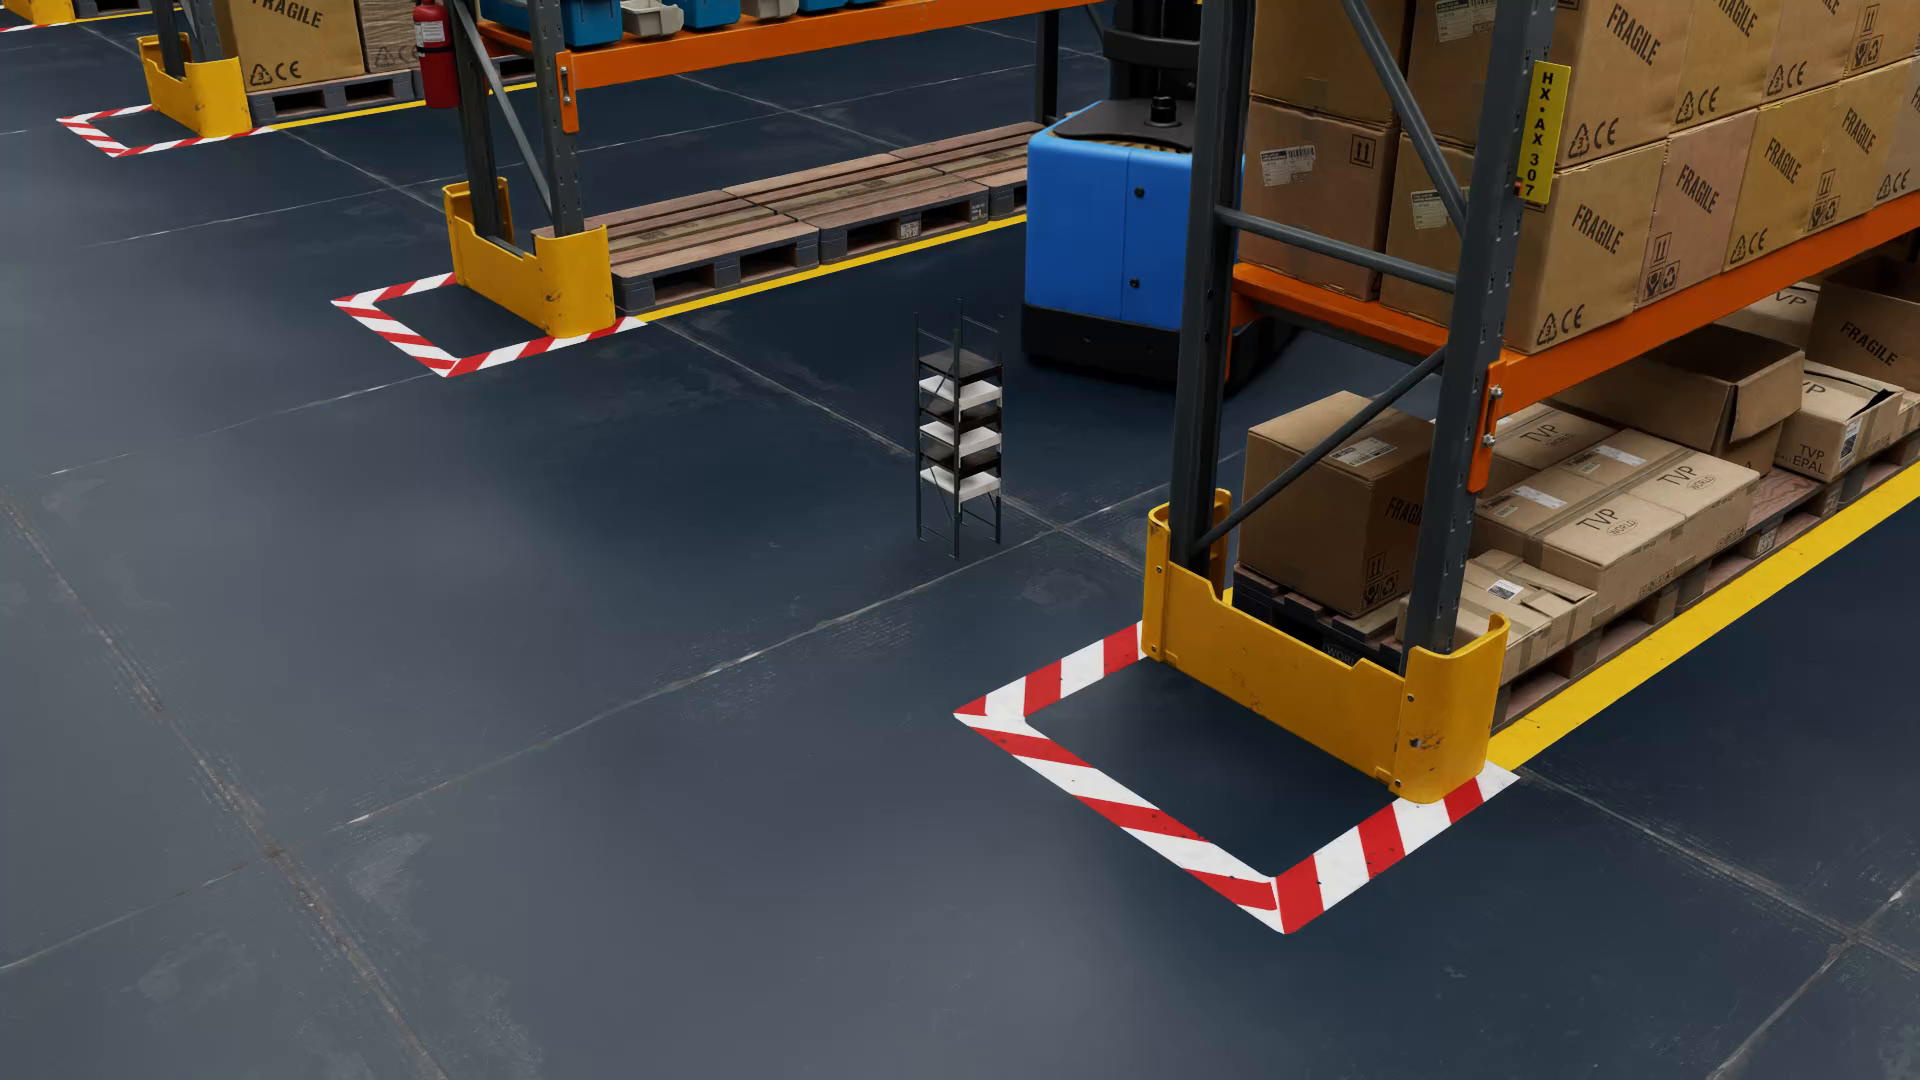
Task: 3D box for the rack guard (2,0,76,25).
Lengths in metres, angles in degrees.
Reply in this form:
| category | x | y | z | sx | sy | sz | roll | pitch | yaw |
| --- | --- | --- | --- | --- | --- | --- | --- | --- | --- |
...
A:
| category | x | y | z | sx | sy | sz | roll | pitch | yaw |
| --- | --- | --- | --- | --- | --- | --- | --- | --- | --- |
| rack guard | -8.480 | -5.067 | 15.200 | 0.348 | 0.500 | 1.175 | -22 | 35 | -35 |

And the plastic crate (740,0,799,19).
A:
| category | x | y | z | sx | sy | sz | roll | pitch | yaw |
| --- | --- | --- | --- | --- | --- | --- | --- | --- | --- |
| plastic crate | -0.966 | -2.704 | 8.344 | 0.298 | 0.136 | 0.250 | -22 | 35 | -35 |

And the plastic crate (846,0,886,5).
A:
| category | x | y | z | sx | sy | sz | roll | pitch | yaw |
| --- | --- | --- | --- | --- | --- | --- | --- | --- | --- |
| plastic crate | -0.550 | -2.965 | 8.730 | 0.300 | 0.233 | 0.416 | -22 | 35 | -35 |

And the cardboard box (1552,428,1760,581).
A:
| category | x | y | z | sx | sy | sz | roll | pitch | yaw |
| --- | --- | --- | --- | --- | --- | --- | --- | --- | --- |
| cardboard box | 2.390 | -0.135 | 5.771 | 0.500 | 0.250 | 0.500 | -22 | 35 | -35 |

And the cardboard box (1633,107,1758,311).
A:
| category | x | y | z | sx | sy | sz | roll | pitch | yaw |
| --- | --- | --- | --- | --- | --- | --- | --- | --- | --- |
| cardboard box | 1.929 | -1.028 | 4.886 | 0.500 | 0.500 | 0.500 | -22 | 35 | -35 |

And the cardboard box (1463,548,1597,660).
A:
| category | x | y | z | sx | sy | sz | roll | pitch | yaw |
| --- | --- | --- | --- | --- | --- | --- | --- | --- | --- |
| cardboard box | 1.763 | 0.191 | 5.250 | 0.250 | 0.166 | 0.380 | -22 | 35 | -35 |

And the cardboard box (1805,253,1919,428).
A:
| category | x | y | z | sx | sy | sz | roll | pitch | yaw |
| --- | --- | --- | --- | --- | --- | --- | --- | --- | --- |
| cardboard box | 3.825 | -0.823 | 6.792 | 0.500 | 0.500 | 0.500 | -22 | 35 | -35 |

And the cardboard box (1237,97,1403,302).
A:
| category | x | y | z | sx | sy | sz | roll | pitch | yaw |
| --- | --- | --- | --- | --- | --- | --- | --- | --- | --- |
| cardboard box | 1.195 | -1.062 | 4.949 | 0.500 | 0.500 | 0.500 | -21 | 34 | -33 |

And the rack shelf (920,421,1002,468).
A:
| category | x | y | z | sx | sy | sz | roll | pitch | yaw |
| --- | --- | --- | --- | --- | --- | --- | --- | --- | --- |
| rack shelf | -0.006 | -0.365 | 6.049 | 0.200 | 0.077 | 0.258 | -22 | 35 | -35 |

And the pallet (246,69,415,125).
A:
| category | x | y | z | sx | sy | sz | roll | pitch | yaw |
| --- | --- | --- | --- | --- | --- | --- | --- | --- | --- |
| pallet | -4.838 | -3.379 | 12.350 | 1.213 | 0.211 | 1.003 | -22 | 35 | -35 |

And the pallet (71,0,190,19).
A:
| category | x | y | z | sx | sy | sz | roll | pitch | yaw |
| --- | --- | --- | --- | --- | --- | --- | --- | --- | --- |
| pallet | -7.839 | -5.175 | 15.710 | 1.213 | 0.211 | 1.003 | -22 | 35 | -35 |

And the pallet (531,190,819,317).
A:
| category | x | y | z | sx | sy | sz | roll | pitch | yaw |
| --- | --- | --- | --- | --- | --- | --- | --- | --- | --- |
| pallet | -1.528 | -1.569 | 8.962 | 1.213 | 0.211 | 1.003 | -22 | 35 | -35 |

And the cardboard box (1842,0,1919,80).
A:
| category | x | y | z | sx | sy | sz | roll | pitch | yaw |
| --- | --- | --- | --- | --- | --- | --- | --- | --- | --- |
| cardboard box | 2.702 | -1.779 | 5.230 | 0.500 | 0.500 | 0.500 | -22 | 35 | -35 |

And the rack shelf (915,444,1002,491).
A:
| category | x | y | z | sx | sy | sz | roll | pitch | yaw |
| --- | --- | --- | --- | --- | --- | --- | --- | --- | --- |
| rack shelf | -0.006 | -0.286 | 6.091 | 0.200 | 0.077 | 0.258 | -22 | 35 | -35 |

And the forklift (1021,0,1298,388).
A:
| category | x | y | z | sx | sy | sz | roll | pitch | yaw |
| --- | --- | --- | --- | --- | --- | --- | --- | --- | --- |
| forklift | 1.413 | -2.625 | 8.052 | 1.130 | 2.935 | 3.031 | 14 | 31 | 24 |

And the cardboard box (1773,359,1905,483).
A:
| category | x | y | z | sx | sy | sz | roll | pitch | yaw |
| --- | --- | --- | --- | --- | --- | --- | --- | --- | --- |
| cardboard box | 3.254 | -0.510 | 6.407 | 0.500 | 0.311 | 0.500 | -22 | 35 | -35 |

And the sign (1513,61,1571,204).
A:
| category | x | y | z | sx | sy | sz | roll | pitch | yaw |
| --- | --- | --- | --- | --- | --- | --- | --- | --- | --- |
| sign | 1.383 | -0.971 | 3.965 | 0.005 | 0.325 | 0.100 | -22 | 35 | -35 |

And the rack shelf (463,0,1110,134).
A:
| category | x | y | z | sx | sy | sz | roll | pitch | yaw |
| --- | --- | --- | --- | --- | --- | --- | --- | --- | --- |
| rack shelf | -0.659 | -2.855 | 9.173 | 4.000 | 0.370 | 1.077 | -22 | 35 | -35 |

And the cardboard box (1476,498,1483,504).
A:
| category | x | y | z | sx | sy | sz | roll | pitch | yaw |
| --- | --- | --- | --- | --- | --- | --- | --- | --- | --- |
| cardboard box | 1.651 | -0.074 | 5.745 | 0.250 | 0.166 | 0.380 | -22 | 35 | -35 |

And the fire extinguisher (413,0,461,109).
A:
| category | x | y | z | sx | sy | sz | roll | pitch | yaw |
| --- | --- | --- | --- | --- | --- | --- | --- | --- | --- |
| fire extinguisher | -2.591 | -2.479 | 8.184 | 0.183 | 0.674 | 0.296 | -22 | 35 | -35 |

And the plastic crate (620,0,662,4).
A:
| category | x | y | z | sx | sy | sz | roll | pitch | yaw |
| --- | --- | --- | --- | --- | --- | --- | --- | --- | --- |
| plastic crate | -1.678 | -2.785 | 8.495 | 0.243 | 0.136 | 0.396 | -22 | 35 | -35 |

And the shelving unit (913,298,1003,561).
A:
| category | x | y | z | sx | sy | sz | roll | pitch | yaw |
| --- | --- | --- | --- | --- | --- | --- | --- | --- | --- |
| shelving unit | -0.006 | -0.394 | 6.033 | 0.210 | 0.900 | 0.258 | -22 | 35 | -35 |

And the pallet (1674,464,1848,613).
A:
| category | x | y | z | sx | sy | sz | roll | pitch | yaw |
| --- | --- | --- | --- | --- | --- | --- | --- | --- | --- |
| pallet | 2.622 | -0.192 | 6.386 | 1.213 | 0.211 | 1.003 | -22 | 35 | -35 |

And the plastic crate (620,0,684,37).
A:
| category | x | y | z | sx | sy | sz | roll | pitch | yaw |
| --- | --- | --- | --- | --- | --- | --- | --- | --- | --- |
| plastic crate | -1.482 | -2.497 | 7.955 | 0.298 | 0.136 | 0.250 | -22 | 35 | -35 |

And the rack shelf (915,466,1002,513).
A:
| category | x | y | z | sx | sy | sz | roll | pitch | yaw |
| --- | --- | --- | --- | --- | --- | --- | --- | --- | --- |
| rack shelf | -0.006 | -0.206 | 6.134 | 0.200 | 0.077 | 0.258 | -22 | 35 | -35 |

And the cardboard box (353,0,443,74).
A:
| category | x | y | z | sx | sy | sz | roll | pitch | yaw |
| --- | --- | --- | --- | --- | --- | --- | --- | --- | --- |
| cardboard box | -4.268 | -4.087 | 12.525 | 0.875 | 0.875 | 0.875 | -22 | 35 | -35 |

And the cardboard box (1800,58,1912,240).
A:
| category | x | y | z | sx | sy | sz | roll | pitch | yaw |
| --- | --- | --- | --- | --- | --- | --- | --- | --- | --- |
| cardboard box | 2.694 | -1.333 | 5.456 | 0.500 | 0.500 | 0.500 | -21 | 35 | -34 |

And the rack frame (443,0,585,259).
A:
| category | x | y | z | sx | sy | sz | roll | pitch | yaw |
| --- | --- | --- | --- | --- | --- | --- | --- | --- | --- |
| rack frame | -2.181 | -2.561 | 7.859 | 0.127 | 3.000 | 1.000 | -22 | 35 | -35 |

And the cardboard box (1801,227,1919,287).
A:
| category | x | y | z | sx | sy | sz | roll | pitch | yaw |
| --- | --- | --- | --- | --- | --- | --- | --- | --- | --- |
| cardboard box | 4.264 | -1.352 | 7.783 | 0.500 | 0.500 | 0.500 | -22 | 35 | -35 |

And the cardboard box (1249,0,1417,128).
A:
| category | x | y | z | sx | sy | sz | roll | pitch | yaw |
| --- | --- | --- | --- | --- | --- | --- | --- | --- | --- |
| cardboard box | 1.191 | -1.503 | 4.713 | 0.500 | 0.500 | 0.500 | -22 | 35 | -35 |

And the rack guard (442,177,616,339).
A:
| category | x | y | z | sx | sy | sz | roll | pitch | yaw |
| --- | --- | --- | --- | --- | --- | --- | --- | --- | --- |
| rack guard | -2.191 | -1.446 | 8.426 | 0.348 | 0.500 | 1.175 | -22 | 35 | -35 |

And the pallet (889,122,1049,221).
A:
| category | x | y | z | sx | sy | sz | roll | pitch | yaw |
| --- | --- | --- | --- | --- | --- | --- | --- | --- | --- |
| pallet | 0.328 | -2.316 | 10.359 | 1.213 | 0.211 | 1.003 | -22 | 35 | -35 |

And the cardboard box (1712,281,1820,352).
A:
| category | x | y | z | sx | sy | sz | roll | pitch | yaw |
| --- | --- | --- | --- | --- | --- | --- | --- | --- | --- |
| cardboard box | 3.614 | -0.964 | 7.258 | 0.500 | 0.311 | 0.500 | -22 | 35 | -35 |

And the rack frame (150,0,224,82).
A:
| category | x | y | z | sx | sy | sz | roll | pitch | yaw |
| --- | --- | --- | --- | --- | --- | --- | --- | --- | --- |
| rack frame | -5.396 | -4.337 | 11.182 | 0.127 | 3.000 | 1.000 | -22 | 35 | -35 |

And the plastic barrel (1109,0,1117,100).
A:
| category | x | y | z | sx | sy | sz | roll | pitch | yaw |
| --- | --- | --- | --- | --- | --- | --- | --- | --- | --- |
| plastic barrel | 1.287 | -3.204 | 10.844 | 0.708 | 0.901 | 0.600 | -22 | 35 | -35 |

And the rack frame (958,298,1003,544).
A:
| category | x | y | z | sx | sy | sz | roll | pitch | yaw |
| --- | --- | --- | --- | --- | --- | --- | --- | --- | --- |
| rack frame | 0.071 | -0.426 | 6.091 | 0.006 | 0.900 | 0.240 | -22 | 35 | -35 |

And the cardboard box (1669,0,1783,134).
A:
| category | x | y | z | sx | sy | sz | roll | pitch | yaw |
| --- | --- | --- | --- | --- | --- | --- | --- | --- | --- |
| cardboard box | 1.933 | -1.472 | 4.656 | 0.500 | 0.500 | 0.500 | -21 | 35 | -34 |
